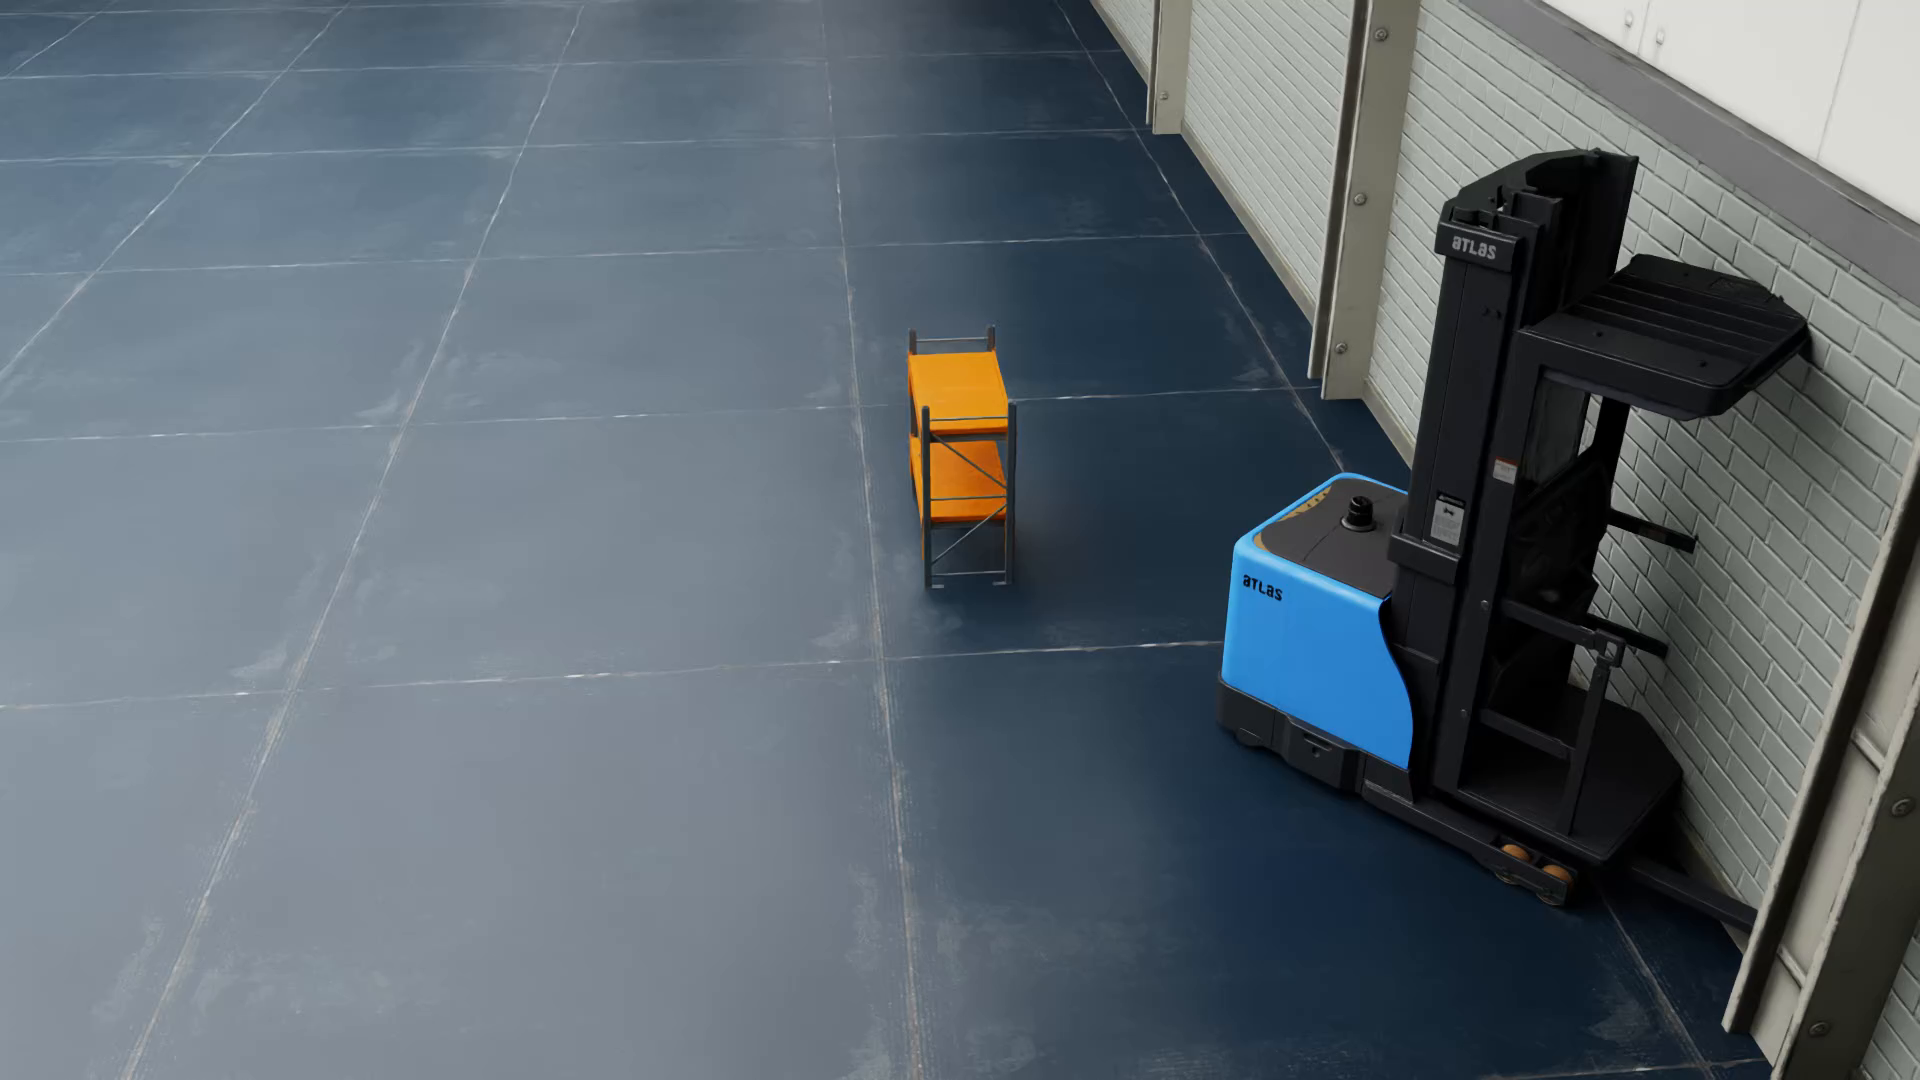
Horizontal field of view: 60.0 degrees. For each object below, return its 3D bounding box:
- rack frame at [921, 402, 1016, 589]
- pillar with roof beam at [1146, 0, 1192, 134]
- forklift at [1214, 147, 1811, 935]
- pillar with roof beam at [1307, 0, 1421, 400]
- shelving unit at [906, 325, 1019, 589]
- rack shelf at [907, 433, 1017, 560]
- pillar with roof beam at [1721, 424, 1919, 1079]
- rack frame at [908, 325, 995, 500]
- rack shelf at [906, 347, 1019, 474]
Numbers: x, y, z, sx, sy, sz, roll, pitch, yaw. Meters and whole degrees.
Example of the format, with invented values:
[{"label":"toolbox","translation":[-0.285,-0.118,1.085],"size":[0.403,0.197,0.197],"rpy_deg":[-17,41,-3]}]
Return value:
[{"label":"rack frame","translation":[0.047,-0.227,9.033],"size":[0.500,1.125,0.032],"rpy_deg":[-3,31,-5]},{"label":"pillar with roof beam","translation":[-2.234,-7.787,14.011],"size":[9.100,9.000,0.400],"rpy_deg":[-3,31,-5]},{"label":"forklift","translation":[2.674,0.001,6.891],"size":[3.031,2.935,1.130],"rpy_deg":[25,39,35]},{"label":"pillar with roof beam","translation":[-1.673,-4.723,8.882],"size":[9.100,9.000,0.400],"rpy_deg":[-3,31,-5]},{"label":"shelving unit","translation":[-0.001,-0.486,9.467],"size":[0.538,1.125,1.048],"rpy_deg":[-3,31,-5]},{"label":"rack shelf","translation":[-0.001,-0.276,9.593],"size":[0.538,0.278,1.000],"rpy_deg":[-3,31,-5]},{"label":"pillar with roof beam","translation":[-1.113,-1.660,3.754],"size":[9.100,9.000,0.400],"rpy_deg":[-3,31,-5]},{"label":"rack frame","translation":[-0.048,-0.746,9.902],"size":[0.500,1.125,0.032],"rpy_deg":[-3,31,-5]},{"label":"rack shelf","translation":[-0.001,-0.738,9.317],"size":[0.538,0.278,1.000],"rpy_deg":[-3,31,-5]}]
